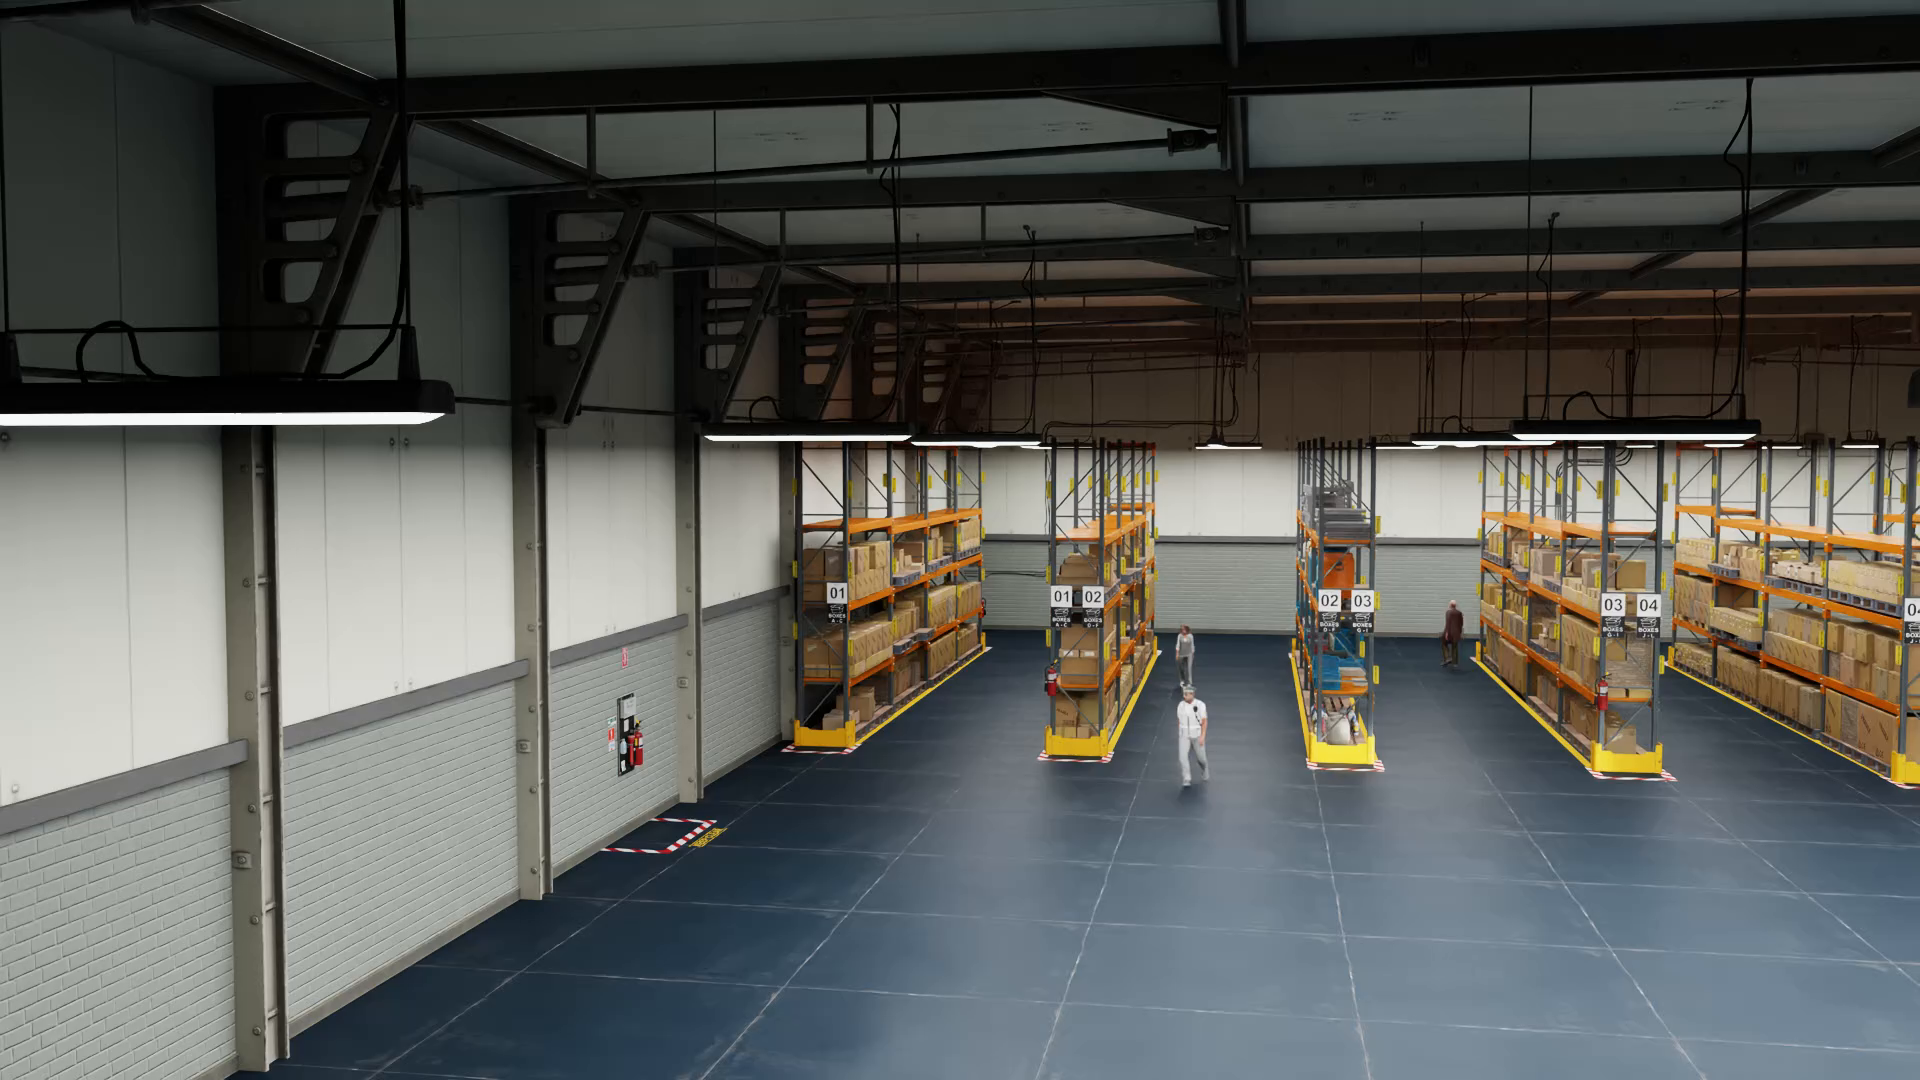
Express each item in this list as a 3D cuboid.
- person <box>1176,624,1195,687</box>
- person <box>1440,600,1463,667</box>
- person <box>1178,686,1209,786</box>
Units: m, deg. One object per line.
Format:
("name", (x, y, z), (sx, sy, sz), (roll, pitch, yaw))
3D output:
("person", (5.436, 2.814, 40.151), (0.437, 1.545, 0.817), (1, 3, 14))
("person", (13.098, 2.492, 44.165), (0.584, 1.772, 0.593), (0, 3, -1))
("person", (3.995, 3.355, 28.642), (0.535, 1.688, 0.974), (1, 3, 19))
